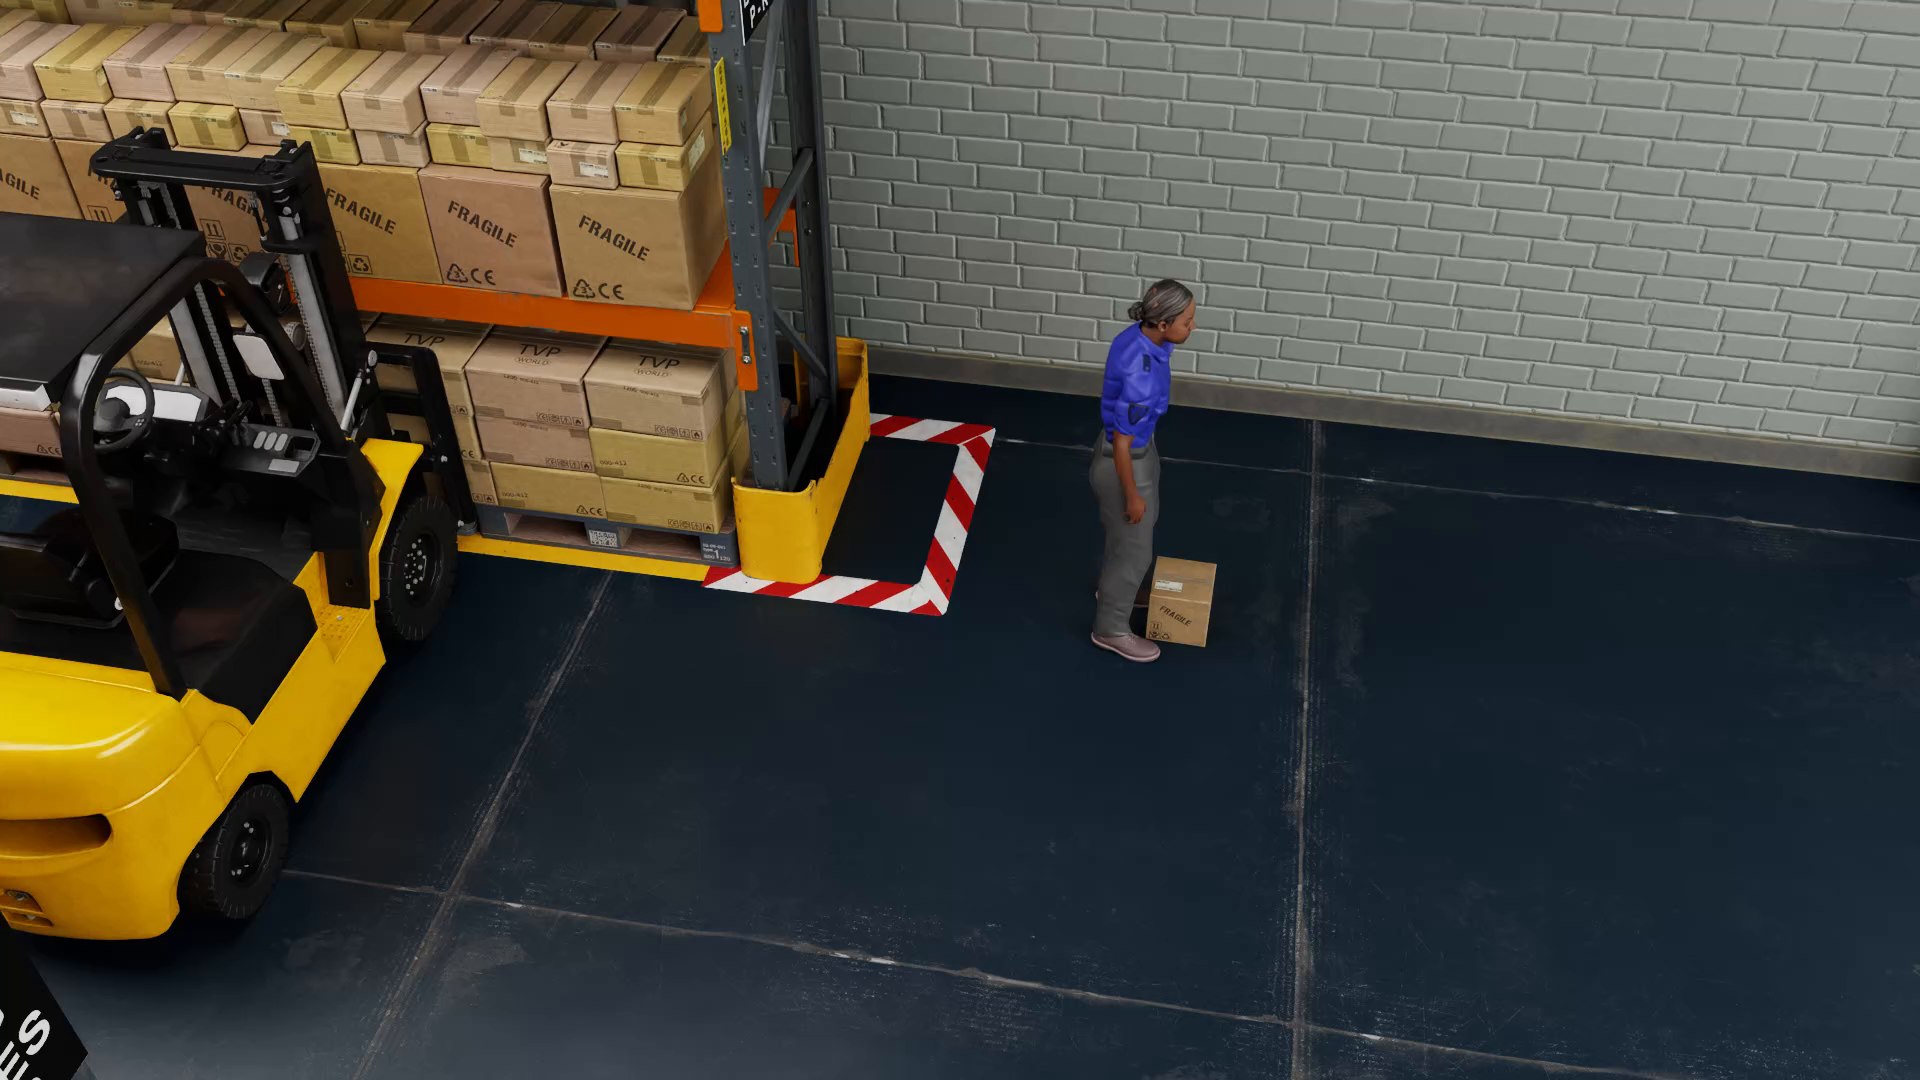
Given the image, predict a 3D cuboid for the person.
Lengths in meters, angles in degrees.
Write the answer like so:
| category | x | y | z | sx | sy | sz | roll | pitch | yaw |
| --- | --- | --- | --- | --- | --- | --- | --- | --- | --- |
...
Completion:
| category | x | y | z | sx | sy | sz | roll | pitch | yaw |
| --- | --- | --- | --- | --- | --- | --- | --- | --- | --- |
| person | 0.686 | -0.290 | 6.498 | 0.349 | 1.654 | 0.503 | 6 | 41 | 7 |
